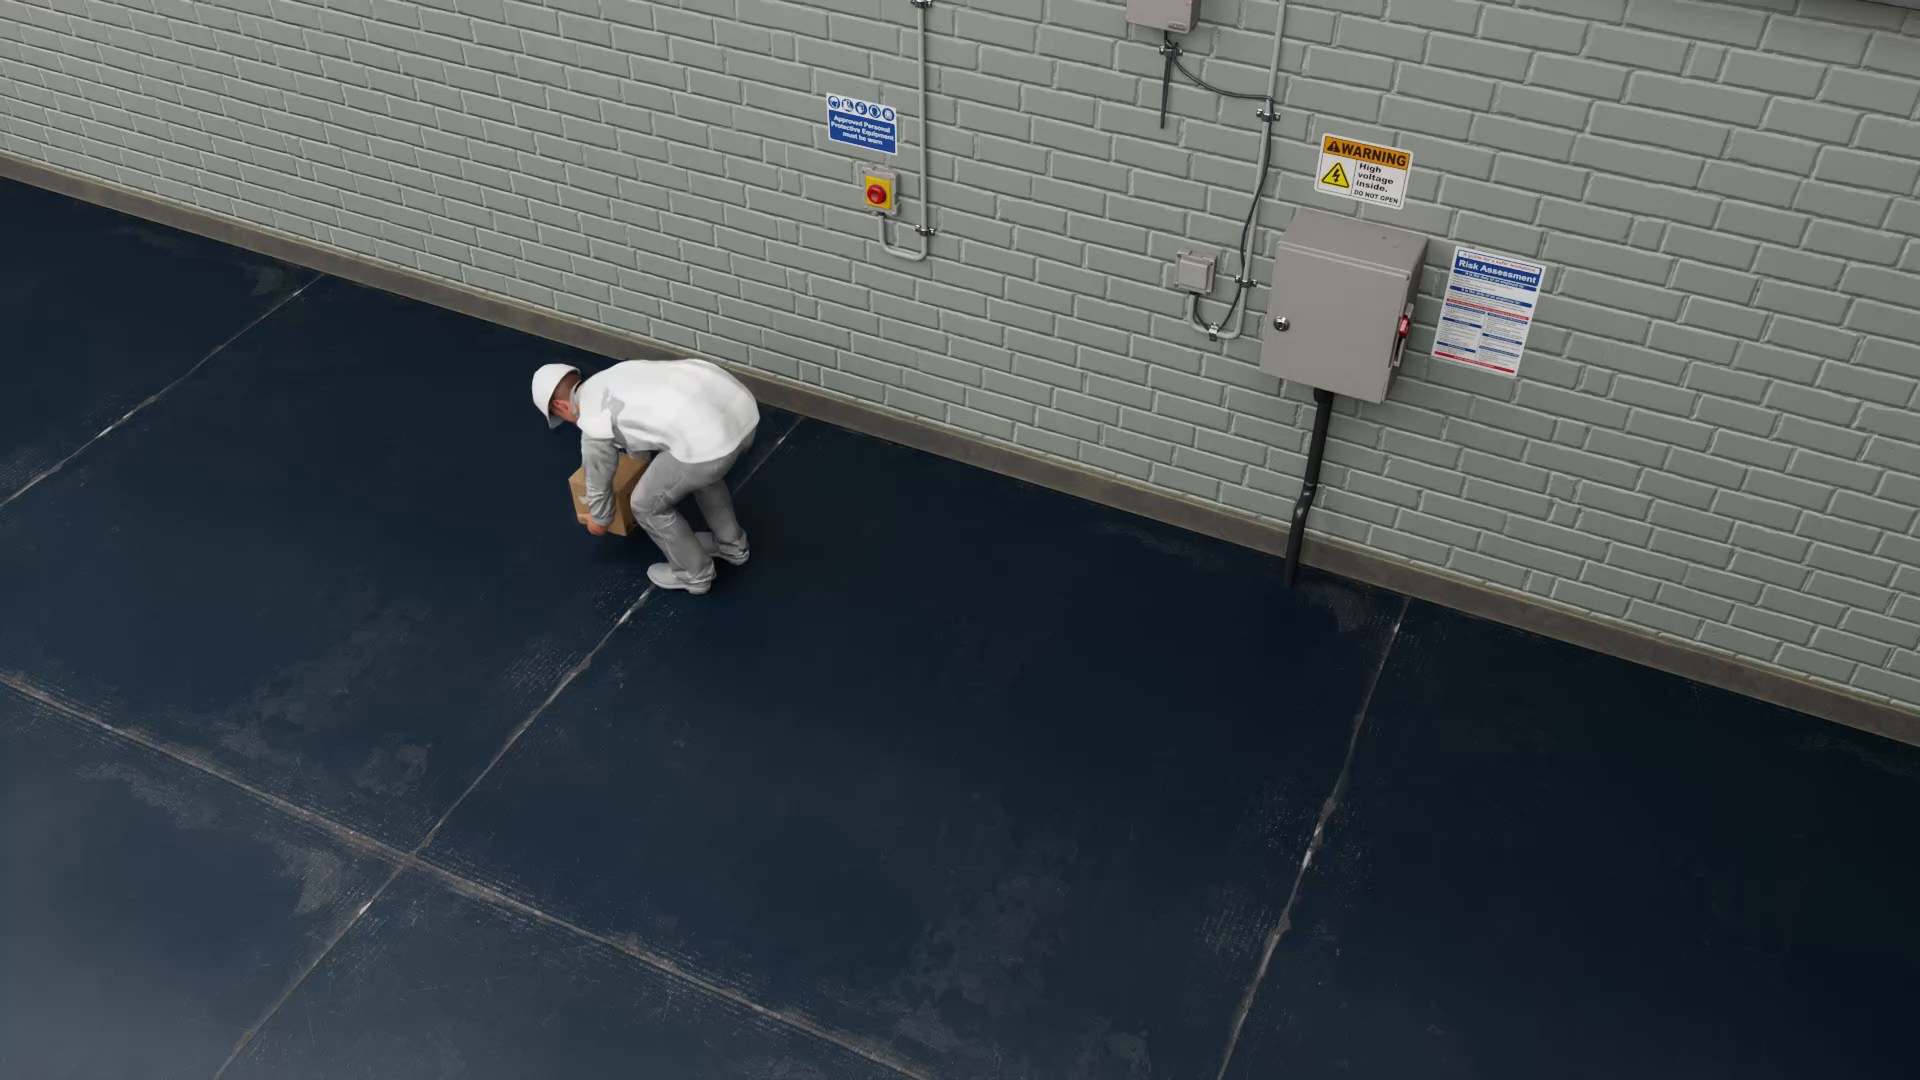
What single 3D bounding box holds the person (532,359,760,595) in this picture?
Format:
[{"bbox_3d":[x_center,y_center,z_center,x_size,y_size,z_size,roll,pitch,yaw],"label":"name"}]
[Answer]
[{"bbox_3d":[-1.318,-0.320,7.031,1.009,1.065,0.475,15,44,17],"label":"person"}]
